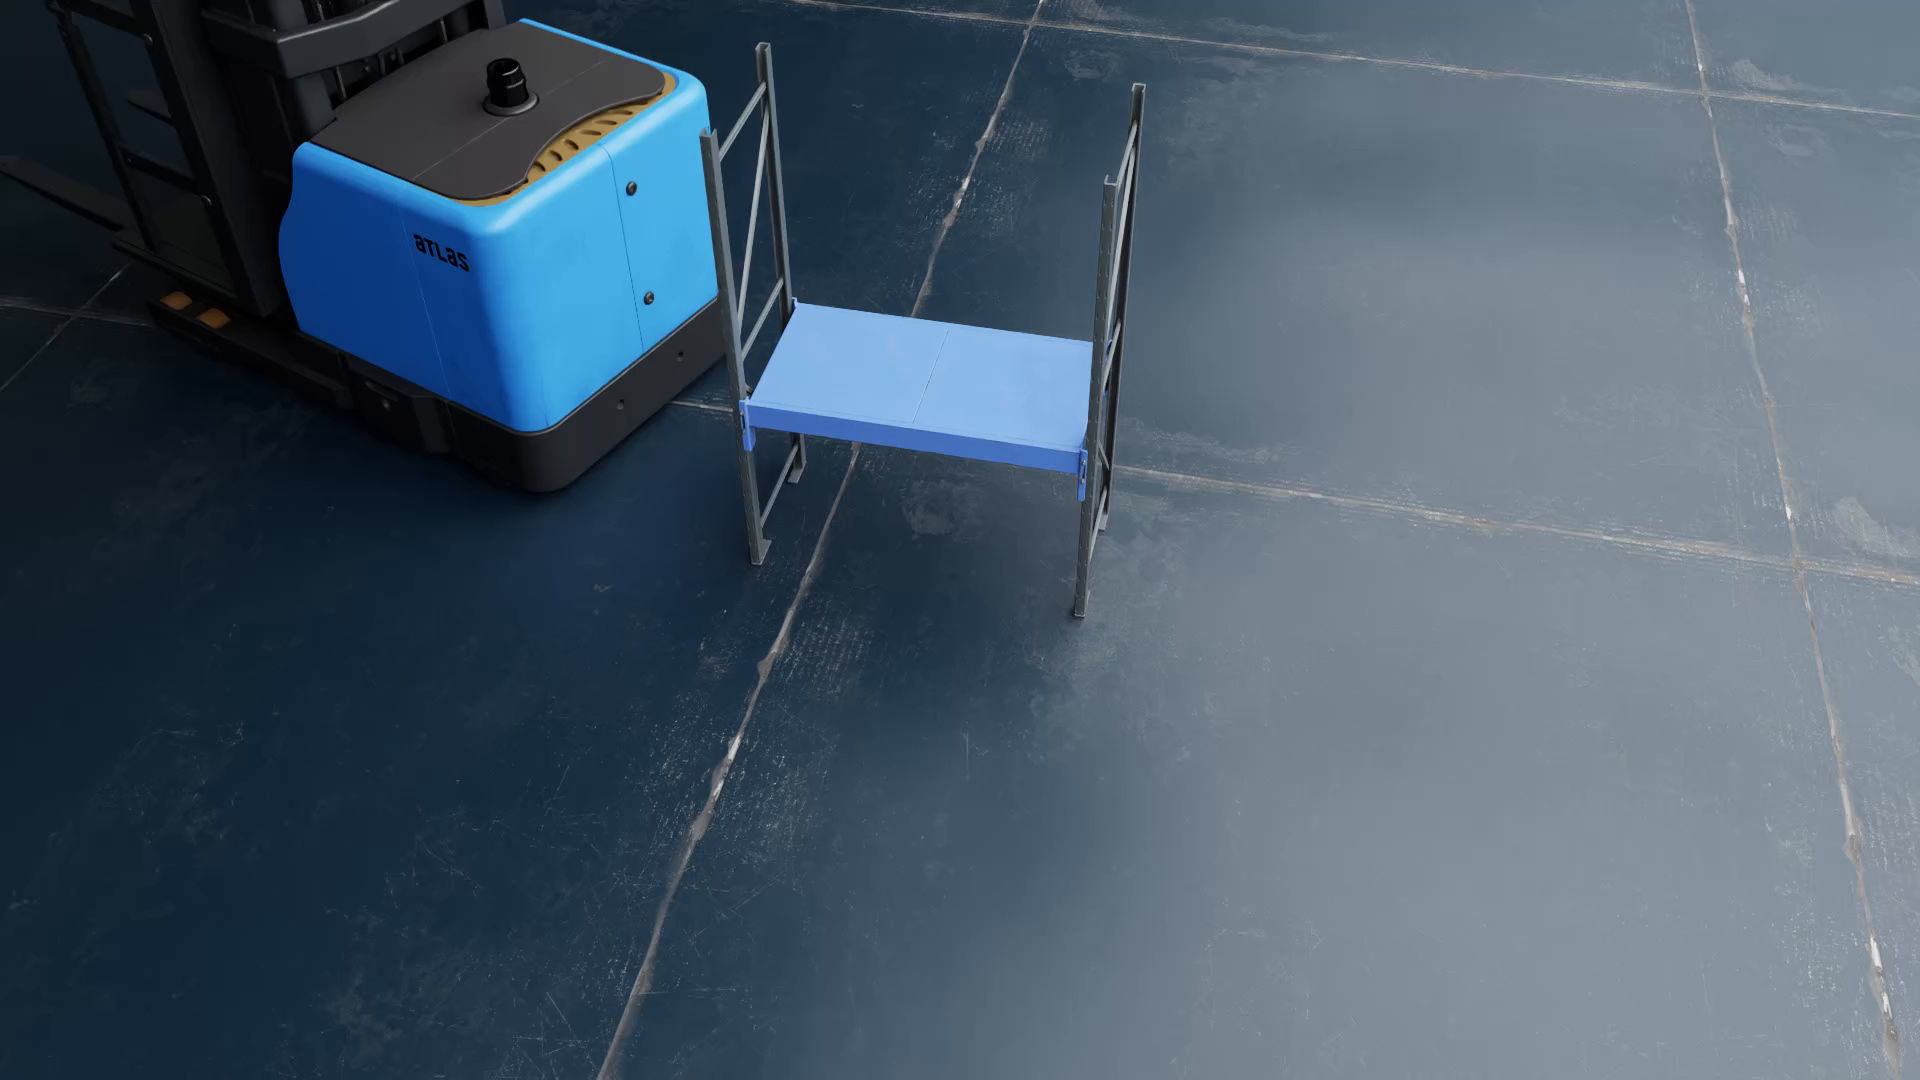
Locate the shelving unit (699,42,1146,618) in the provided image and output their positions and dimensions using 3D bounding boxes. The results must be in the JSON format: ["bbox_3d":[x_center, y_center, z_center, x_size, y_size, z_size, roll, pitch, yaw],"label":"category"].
[{"bbox_3d":[-0.083,-0.553,4.743,1.048,1.500,0.538,9,45,9],"label":"shelving unit"}]

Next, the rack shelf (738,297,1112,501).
[{"bbox_3d":[-0.083,-0.424,4.868,1.000,0.185,0.538,9,45,9],"label":"rack shelf"}]

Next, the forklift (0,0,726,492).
[{"bbox_3d":[-2.303,-1.996,5.211,3.031,2.935,1.130,24,49,23],"label":"forklift"}]

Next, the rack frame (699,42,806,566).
[{"bbox_3d":[-0.579,-0.630,4.823,0.032,1.500,0.500,9,45,9],"label":"rack frame"}]

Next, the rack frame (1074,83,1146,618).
[{"bbox_3d":[0.413,-0.476,4.663,0.032,1.500,0.500,9,45,9],"label":"rack frame"}]
